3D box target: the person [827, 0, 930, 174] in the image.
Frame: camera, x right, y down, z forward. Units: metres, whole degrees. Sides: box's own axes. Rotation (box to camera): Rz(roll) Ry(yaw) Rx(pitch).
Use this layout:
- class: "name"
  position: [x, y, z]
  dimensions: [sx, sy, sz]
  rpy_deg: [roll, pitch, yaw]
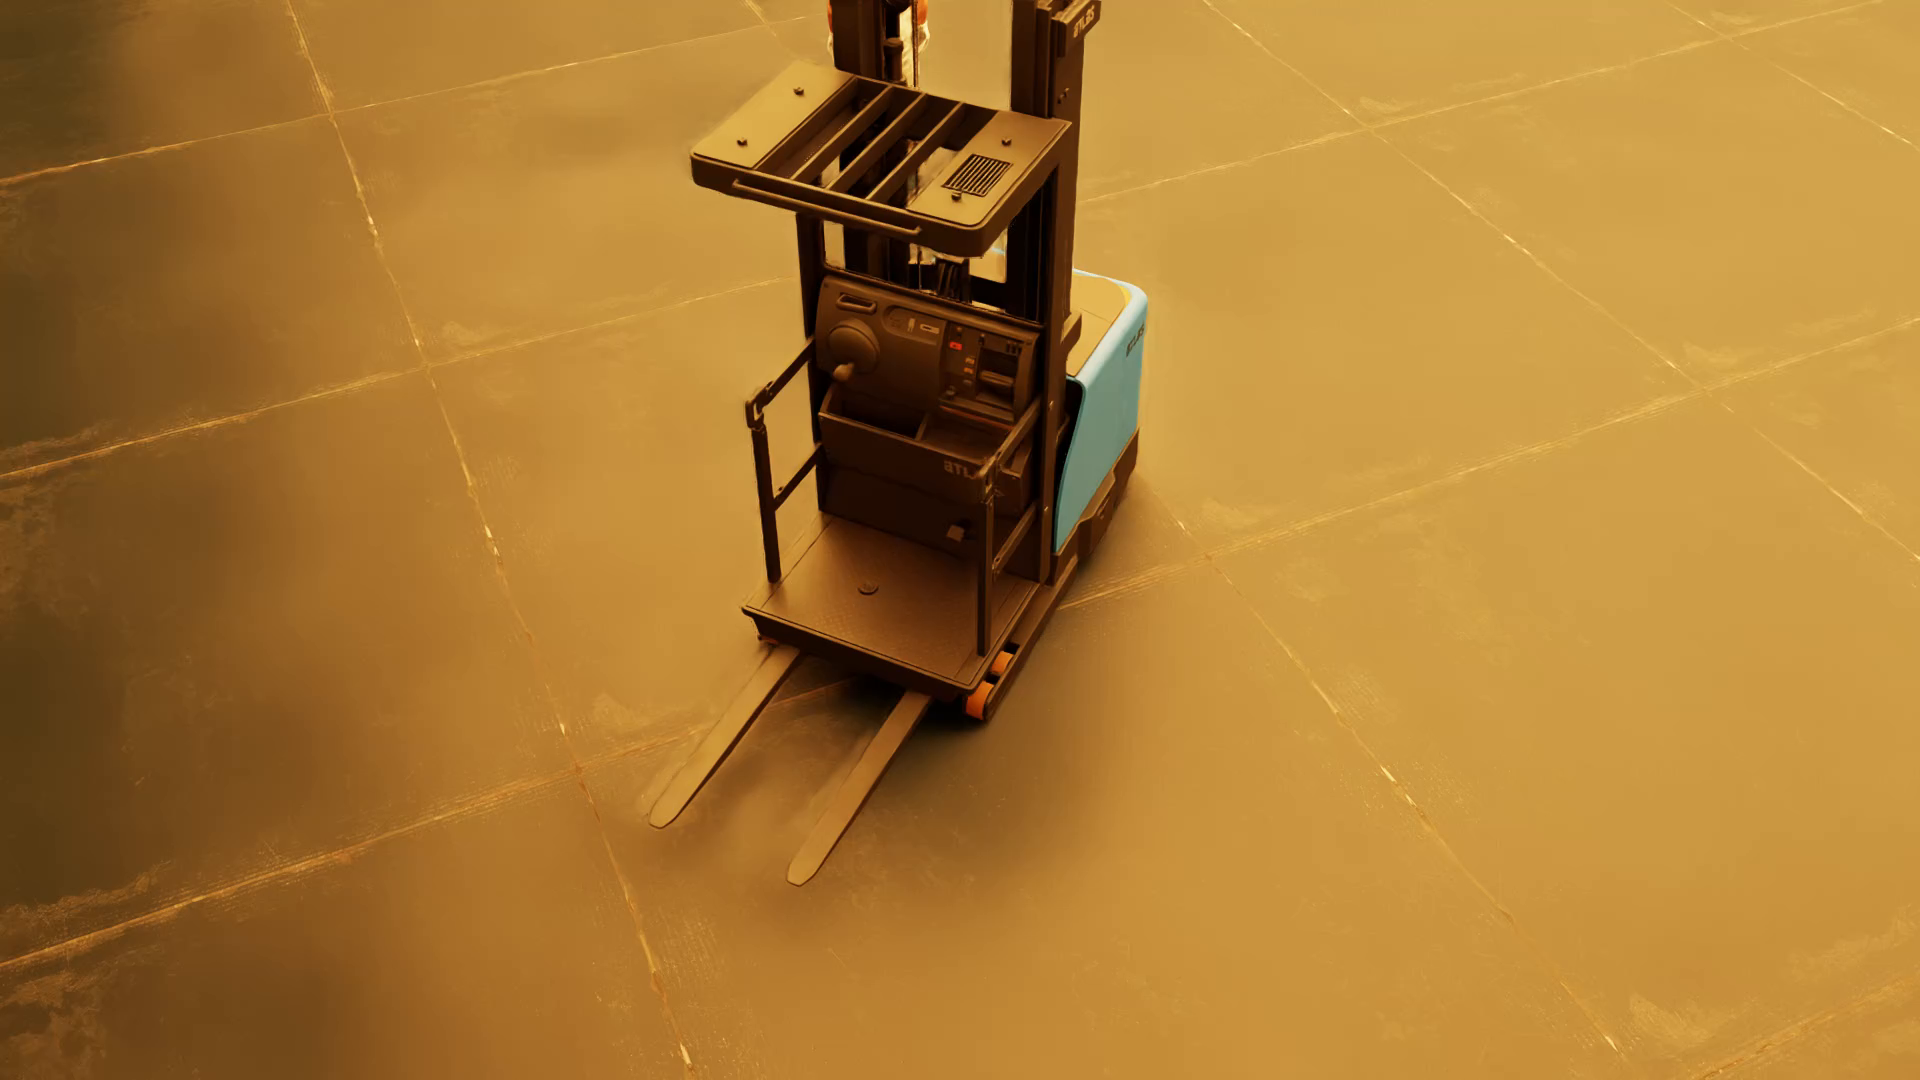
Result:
- class: "person"
  position: [-0.478, -2.966, 9.706]
  dimensions: [0.607, 1.777, 0.453]
  rpy_deg: [-6, 43, -6]

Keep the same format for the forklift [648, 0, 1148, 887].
- class: "forklift"
  position: [-0.235, -0.659, 6.387]
  dimensions: [1.130, 2.935, 3.031]
  rpy_deg: [18, 46, 18]
